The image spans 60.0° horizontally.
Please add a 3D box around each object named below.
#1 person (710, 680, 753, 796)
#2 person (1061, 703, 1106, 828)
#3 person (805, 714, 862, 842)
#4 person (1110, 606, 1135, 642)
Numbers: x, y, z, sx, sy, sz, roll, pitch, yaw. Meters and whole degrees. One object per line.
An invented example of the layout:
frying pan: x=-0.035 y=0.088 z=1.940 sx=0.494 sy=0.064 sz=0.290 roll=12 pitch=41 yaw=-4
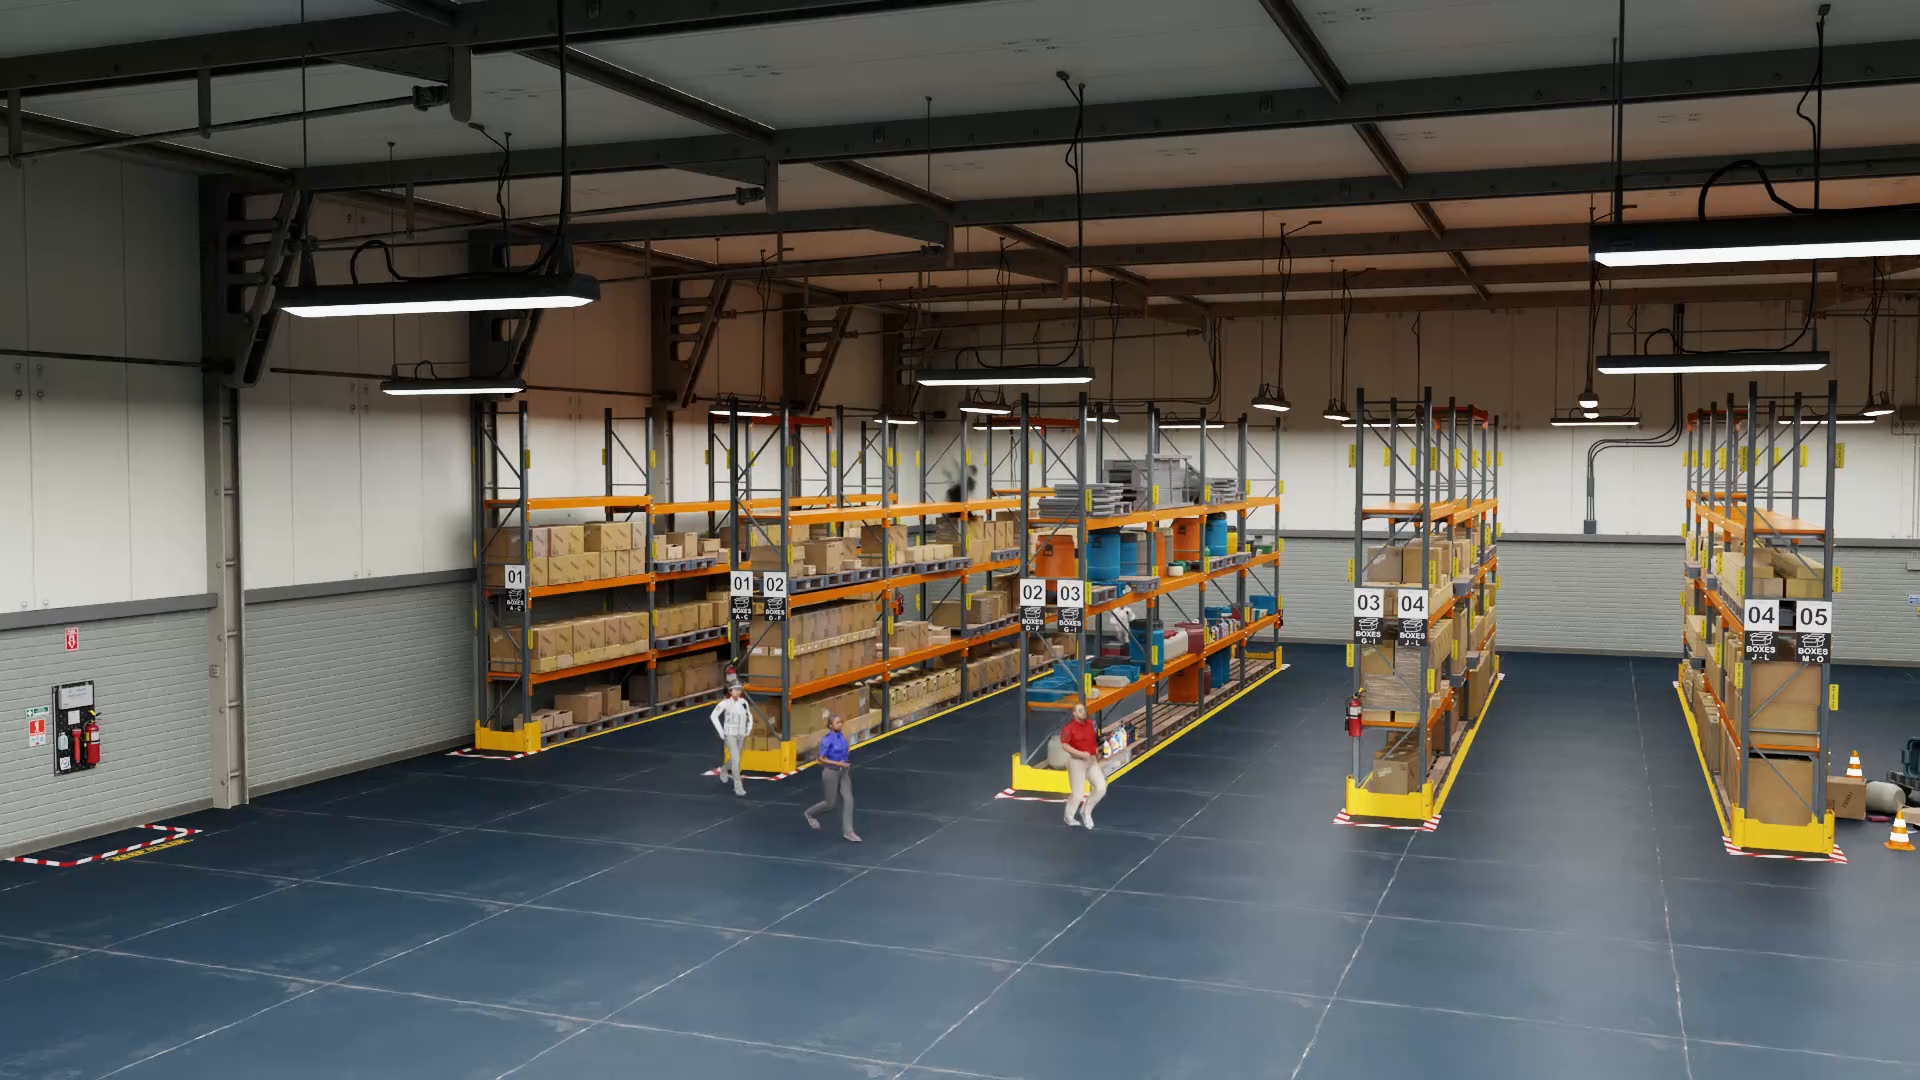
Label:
person: x=-3.416 y=2.956 z=25.068 sx=0.639 sy=1.704 sz=0.831 roll=-2 pitch=4 yaw=-39
person: x=1.676 y=3.066 z=22.563 sx=0.674 sy=1.721 sz=0.680 roll=-2 pitch=3 yaw=-34
person: x=-1.655 y=3.112 z=21.868 sx=0.892 sy=1.654 sz=0.581 roll=2 pitch=3 yaw=36
person: x=3.913 y=2.215 z=40.095 sx=0.574 sy=1.724 sz=0.883 roll=0 pitch=3 yaw=9
